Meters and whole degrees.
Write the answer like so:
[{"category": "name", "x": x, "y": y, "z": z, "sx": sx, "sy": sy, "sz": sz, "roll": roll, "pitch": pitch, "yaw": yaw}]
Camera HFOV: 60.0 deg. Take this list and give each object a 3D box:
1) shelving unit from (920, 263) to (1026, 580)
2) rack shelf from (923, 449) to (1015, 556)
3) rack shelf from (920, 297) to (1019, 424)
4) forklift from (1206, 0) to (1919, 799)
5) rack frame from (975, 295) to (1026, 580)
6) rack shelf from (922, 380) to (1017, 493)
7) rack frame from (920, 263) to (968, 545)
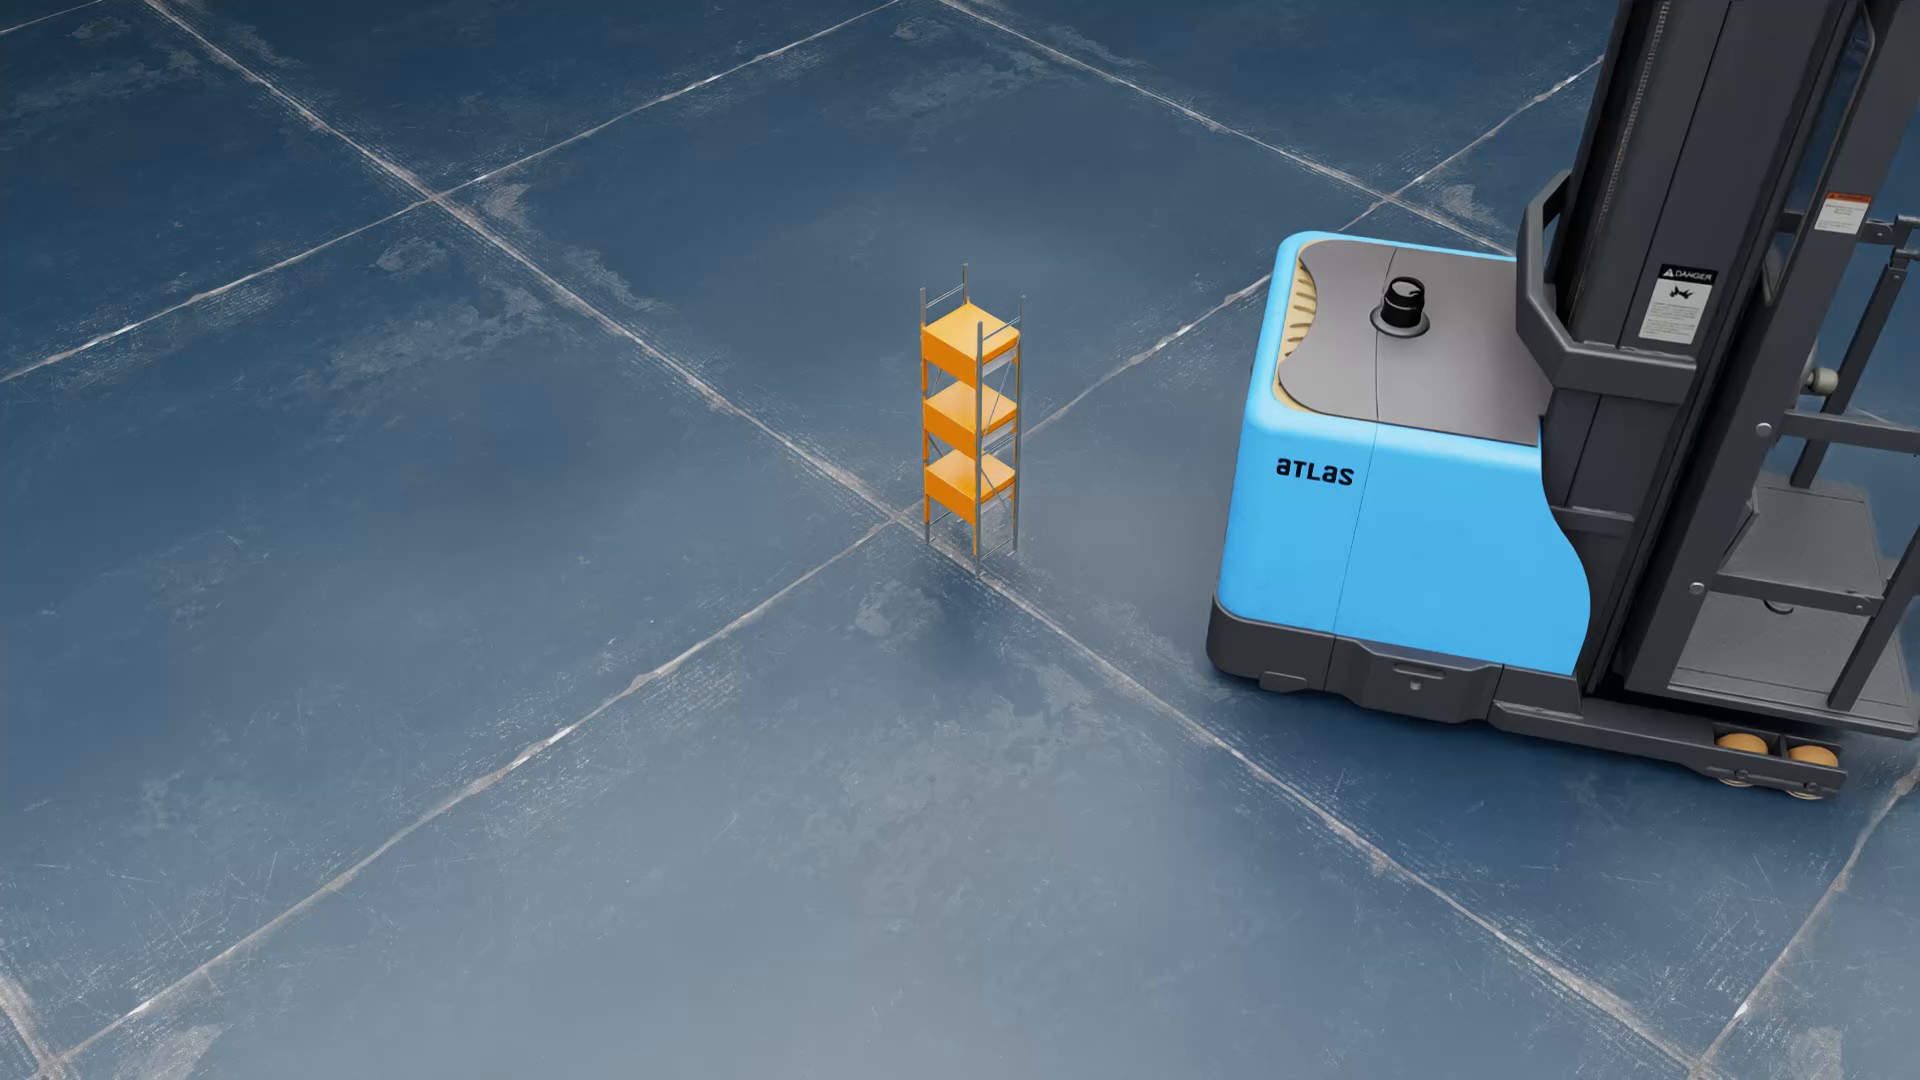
[{"category": "shelving unit", "x": 0.038, "y": -0.360, "z": 5.366, "sx": 0.215, "sy": 1.050, "sz": 0.252, "roll": -34, "pitch": 53, "yaw": -31}, {"category": "rack shelf", "x": 0.038, "y": -0.148, "z": 5.562, "sx": 0.215, "sy": 0.259, "sz": 0.240, "roll": -34, "pitch": 53, "yaw": -31}, {"category": "rack shelf", "x": 0.038, "y": -0.560, "z": 5.180, "sx": 0.215, "sy": 0.259, "sz": 0.240, "roll": -34, "pitch": 53, "yaw": -31}, {"category": "forklift", "x": 2.353, "y": -0.711, "z": 4.359, "sx": 3.031, "sy": 2.935, "sz": 1.130, "roll": 10, "pitch": 44, "yaw": 10}, {"category": "rack frame", "x": 0.124, "y": -0.301, "z": 5.302, "sx": 0.200, "sy": 1.050, "sz": 0.008, "roll": -34, "pitch": 53, "yaw": -31}, {"category": "rack shelf", "x": 0.038, "y": -0.352, "z": 5.373, "sx": 0.215, "sy": 0.259, "sz": 0.240, "roll": -34, "pitch": 53, "yaw": -31}, {"category": "rack frame", "x": -0.048, "y": -0.418, "z": 5.429, "sx": 0.200, "sy": 1.050, "sz": 0.008, "roll": -34, "pitch": 53, "yaw": -31}]
